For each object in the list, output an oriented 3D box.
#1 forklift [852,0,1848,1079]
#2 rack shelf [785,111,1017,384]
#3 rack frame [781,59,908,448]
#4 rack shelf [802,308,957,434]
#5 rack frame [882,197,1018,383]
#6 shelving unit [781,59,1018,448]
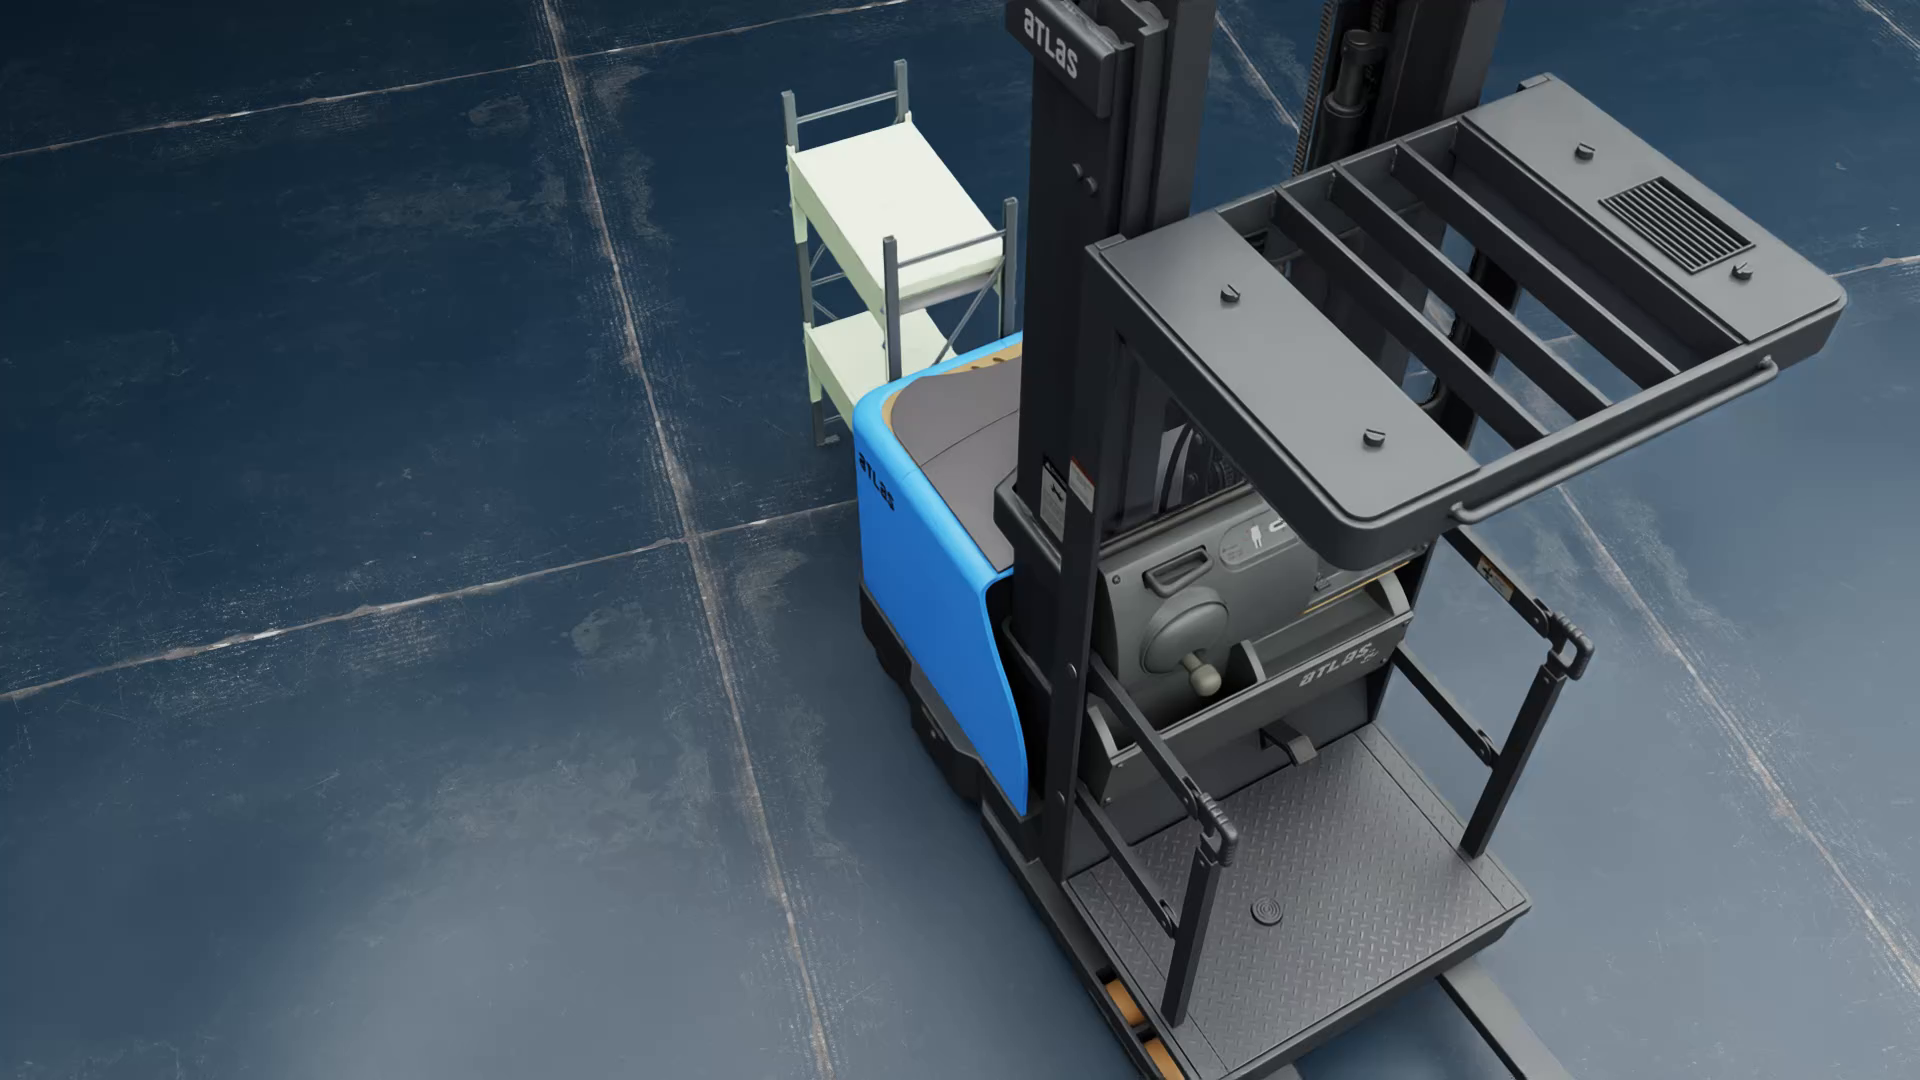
[{"bbox_3d":[0.841,0.145,3.710,1.130,2.935,3.031,-23,54,-18],"label":"forklift"},{"bbox_3d":[-0.184,-0.892,5.011,0.431,0.370,0.720,-20,53,-16],"label":"rack shelf"},{"bbox_3d":[-0.344,-0.893,5.522,0.400,1.500,0.023,-20,53,-16],"label":"rack frame"},{"bbox_3d":[-0.184,-0.431,5.559,0.431,0.370,0.720,-20,53,-16],"label":"rack shelf"},{"bbox_3d":[-0.025,-0.389,5.097,0.400,1.500,0.023,-20,53,-16],"label":"rack frame"},{"bbox_3d":[-0.184,-0.641,5.309,0.431,1.500,0.755,-20,53,-16],"label":"shelving unit"}]
